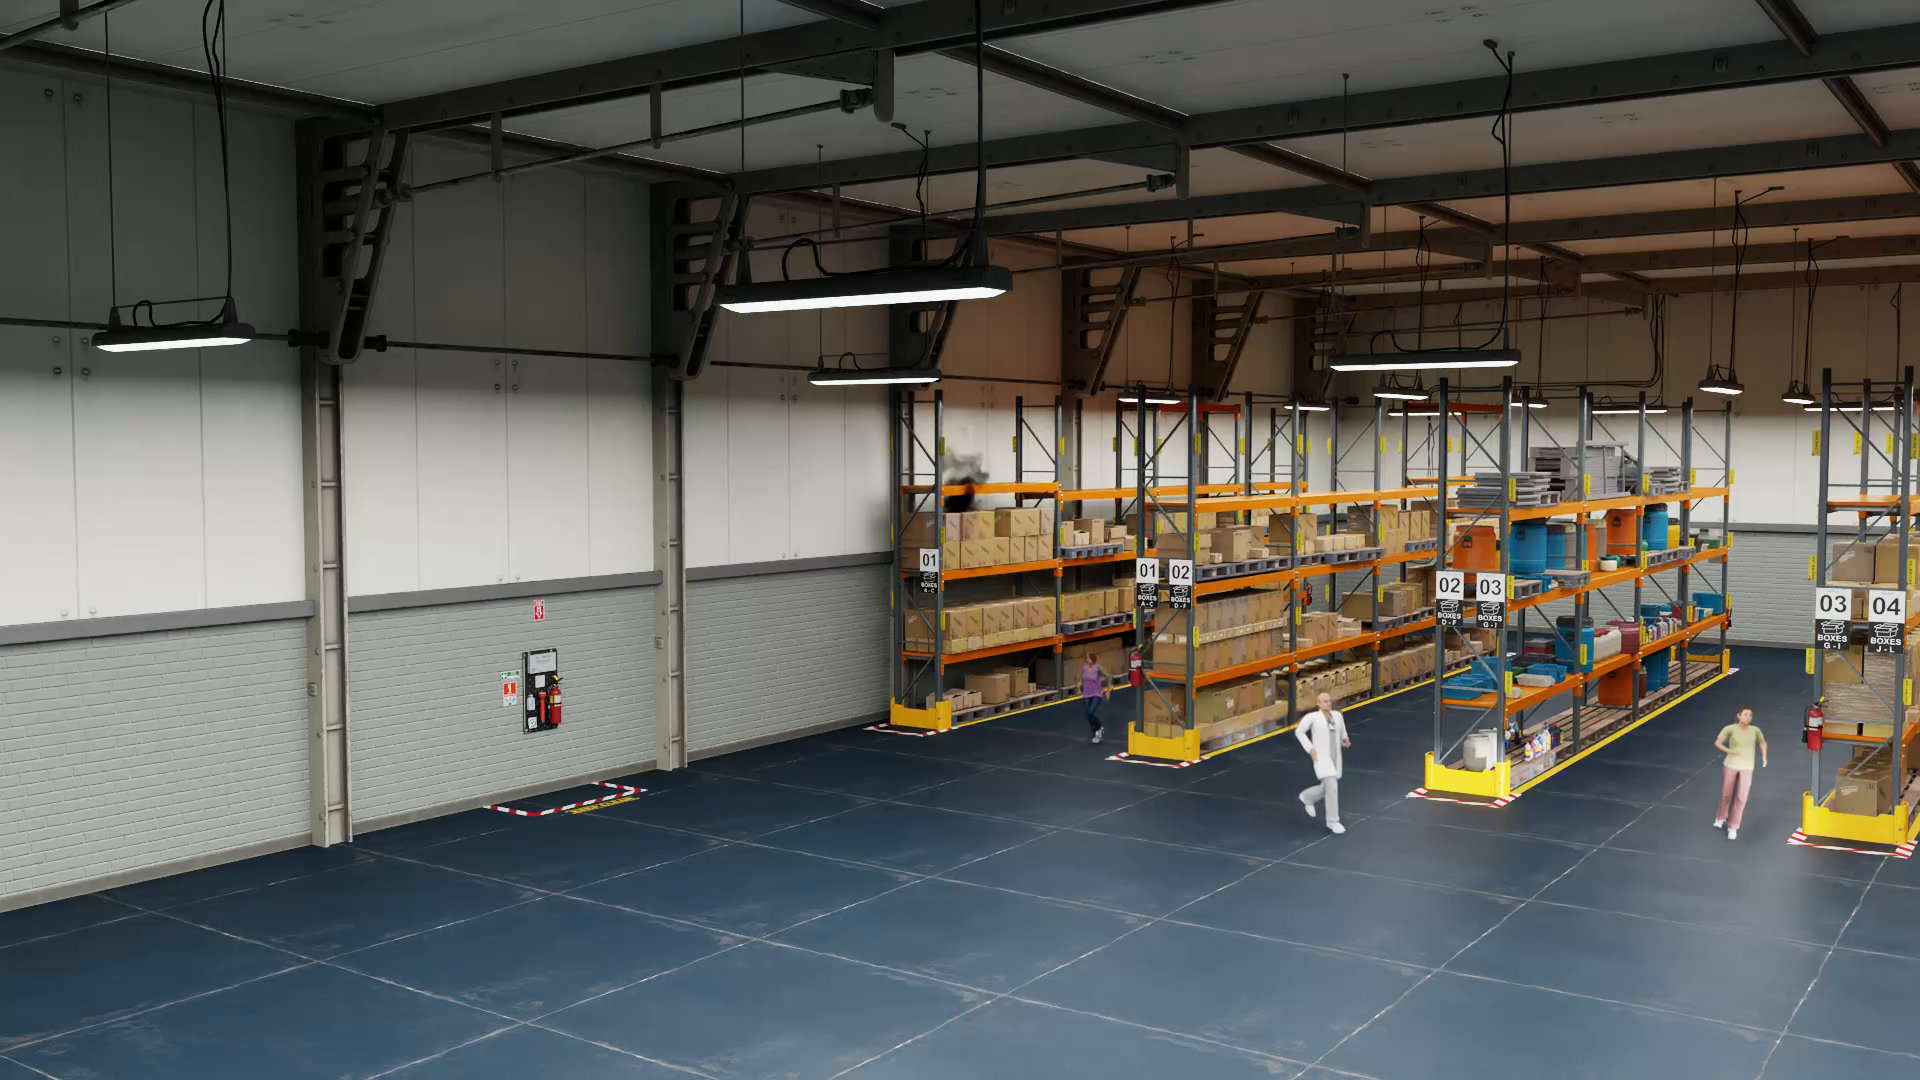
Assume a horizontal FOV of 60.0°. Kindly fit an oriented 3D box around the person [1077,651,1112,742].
[{"bbox_3d":[2.233,2.659,28.012,0.556,1.529,0.651,2,4,36],"label":"person"}]

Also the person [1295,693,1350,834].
[{"bbox_3d":[4.794,2.892,21.869,0.699,1.784,0.928,-2,4,-25],"label":"person"}]

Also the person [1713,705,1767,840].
[{"bbox_3d":[10.053,2.966,21.390,0.636,1.675,0.765,1,3,16],"label":"person"}]
